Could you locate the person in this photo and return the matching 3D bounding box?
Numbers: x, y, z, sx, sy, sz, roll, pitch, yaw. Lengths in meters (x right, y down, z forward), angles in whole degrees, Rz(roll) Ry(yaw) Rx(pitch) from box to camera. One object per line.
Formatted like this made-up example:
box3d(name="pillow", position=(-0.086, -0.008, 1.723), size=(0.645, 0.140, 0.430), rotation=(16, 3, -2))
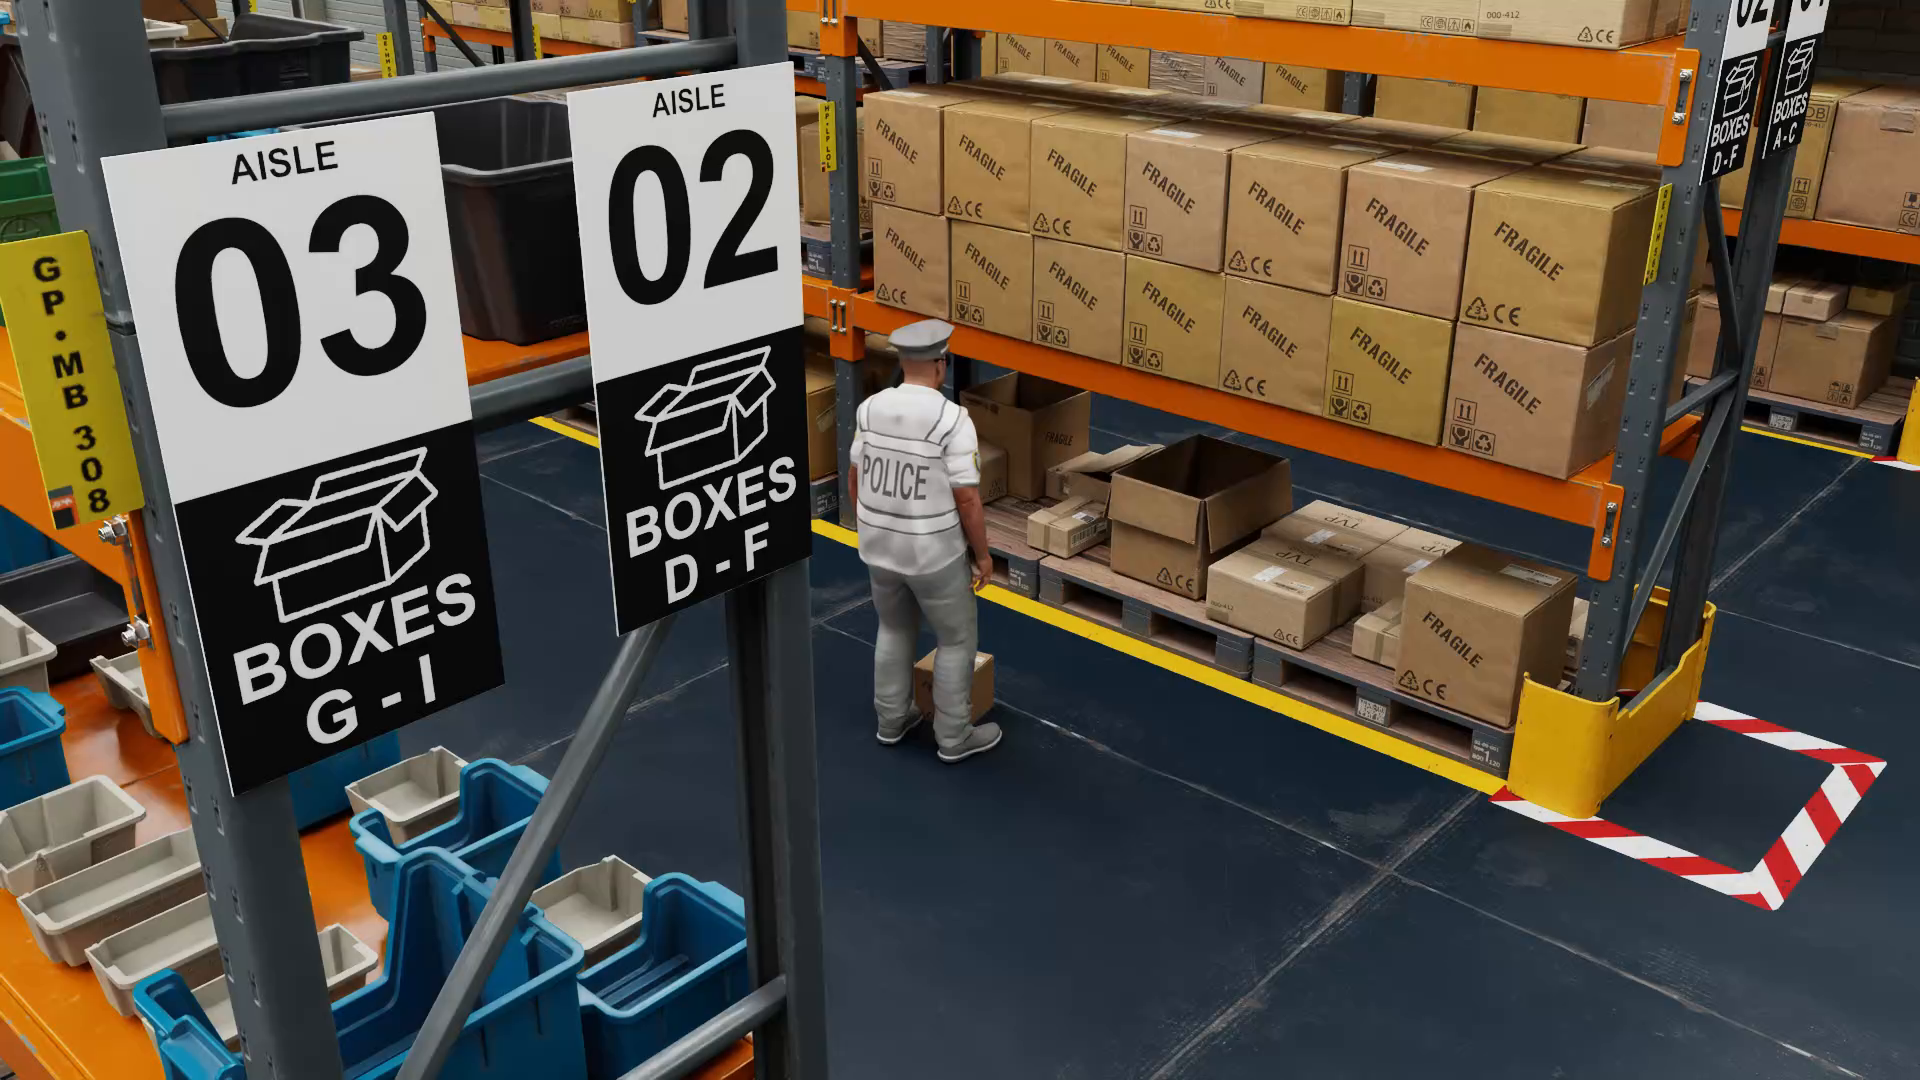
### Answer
box3d(name="person", position=(-0.163, 0.029, 6.525), size=(0.595, 1.748, 0.433), rotation=(13, 27, 28))
